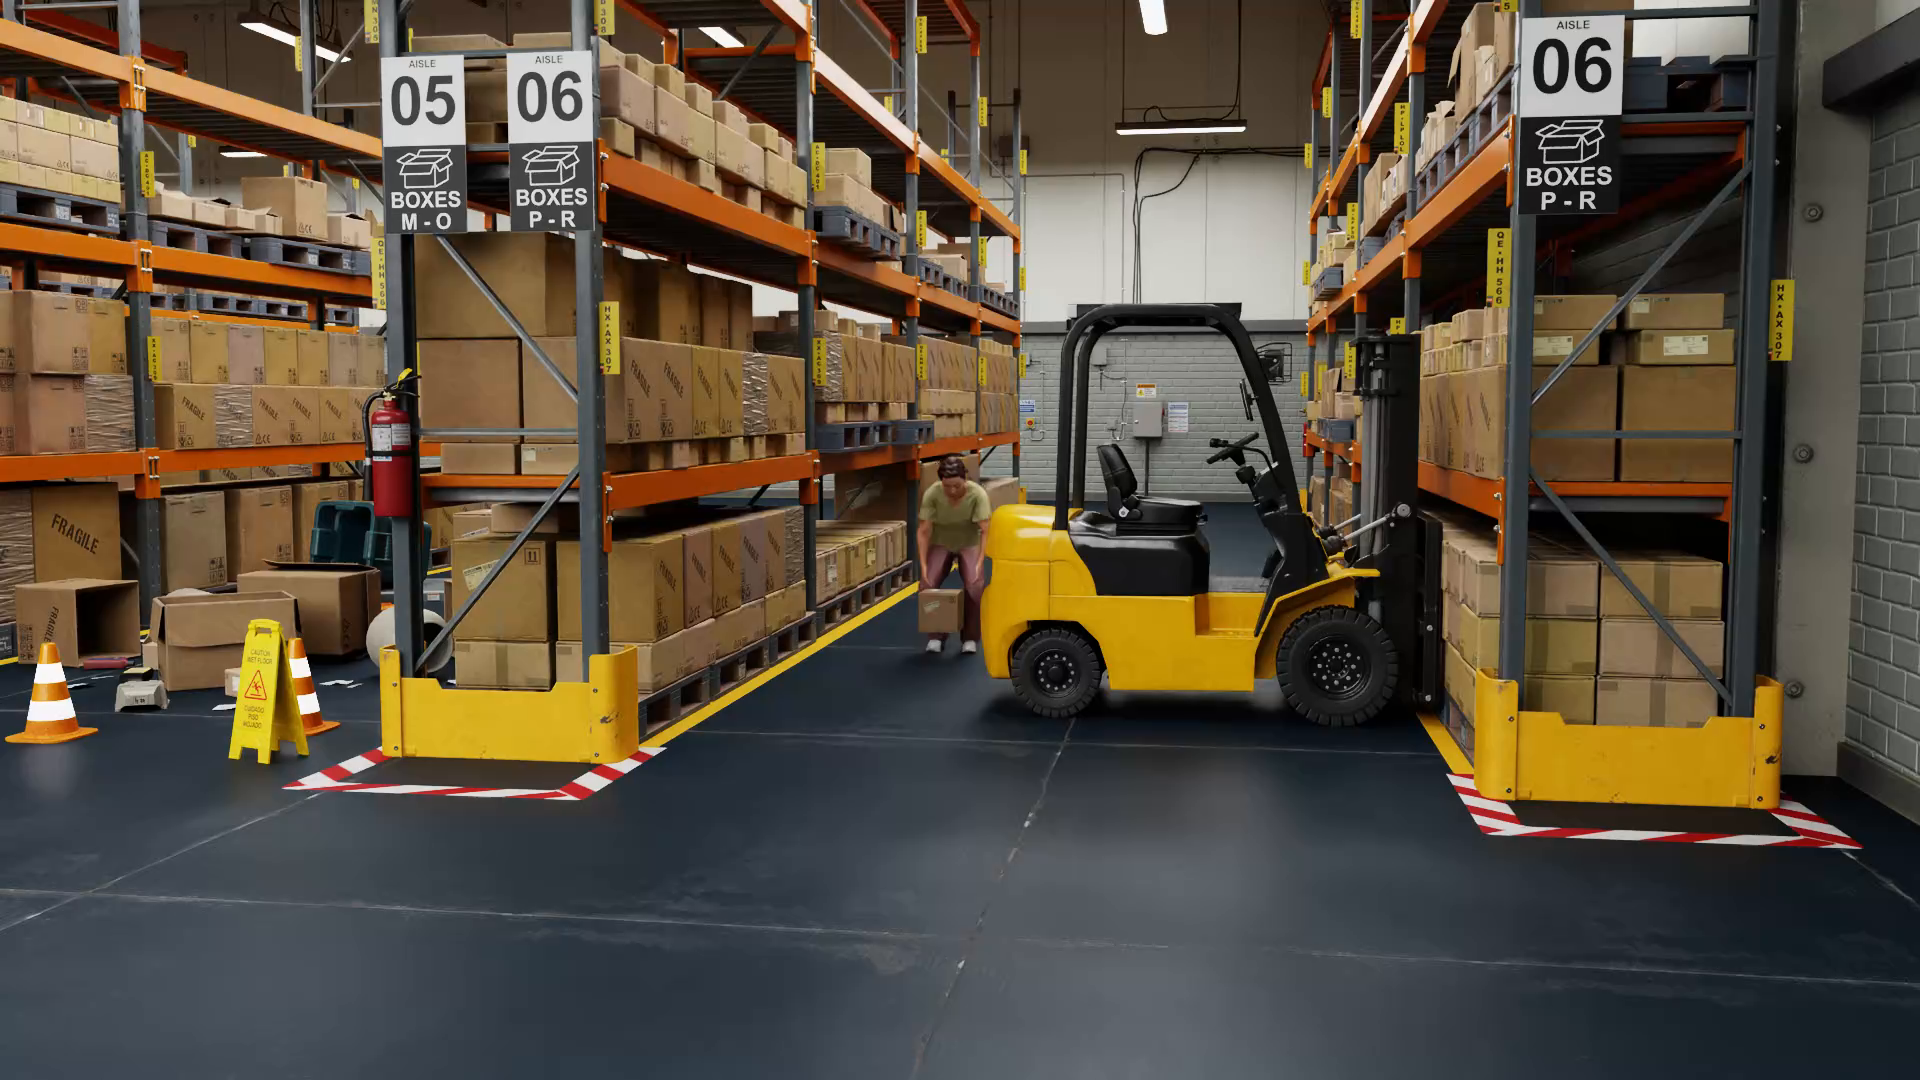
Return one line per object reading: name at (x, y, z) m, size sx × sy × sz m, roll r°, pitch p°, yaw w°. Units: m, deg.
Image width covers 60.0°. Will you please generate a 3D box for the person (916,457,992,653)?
person at (-0.020, 0.096, 11.007) m, size 0.512 × 1.307 × 0.681 m, roll 1°, pitch 5°, yaw 9°
